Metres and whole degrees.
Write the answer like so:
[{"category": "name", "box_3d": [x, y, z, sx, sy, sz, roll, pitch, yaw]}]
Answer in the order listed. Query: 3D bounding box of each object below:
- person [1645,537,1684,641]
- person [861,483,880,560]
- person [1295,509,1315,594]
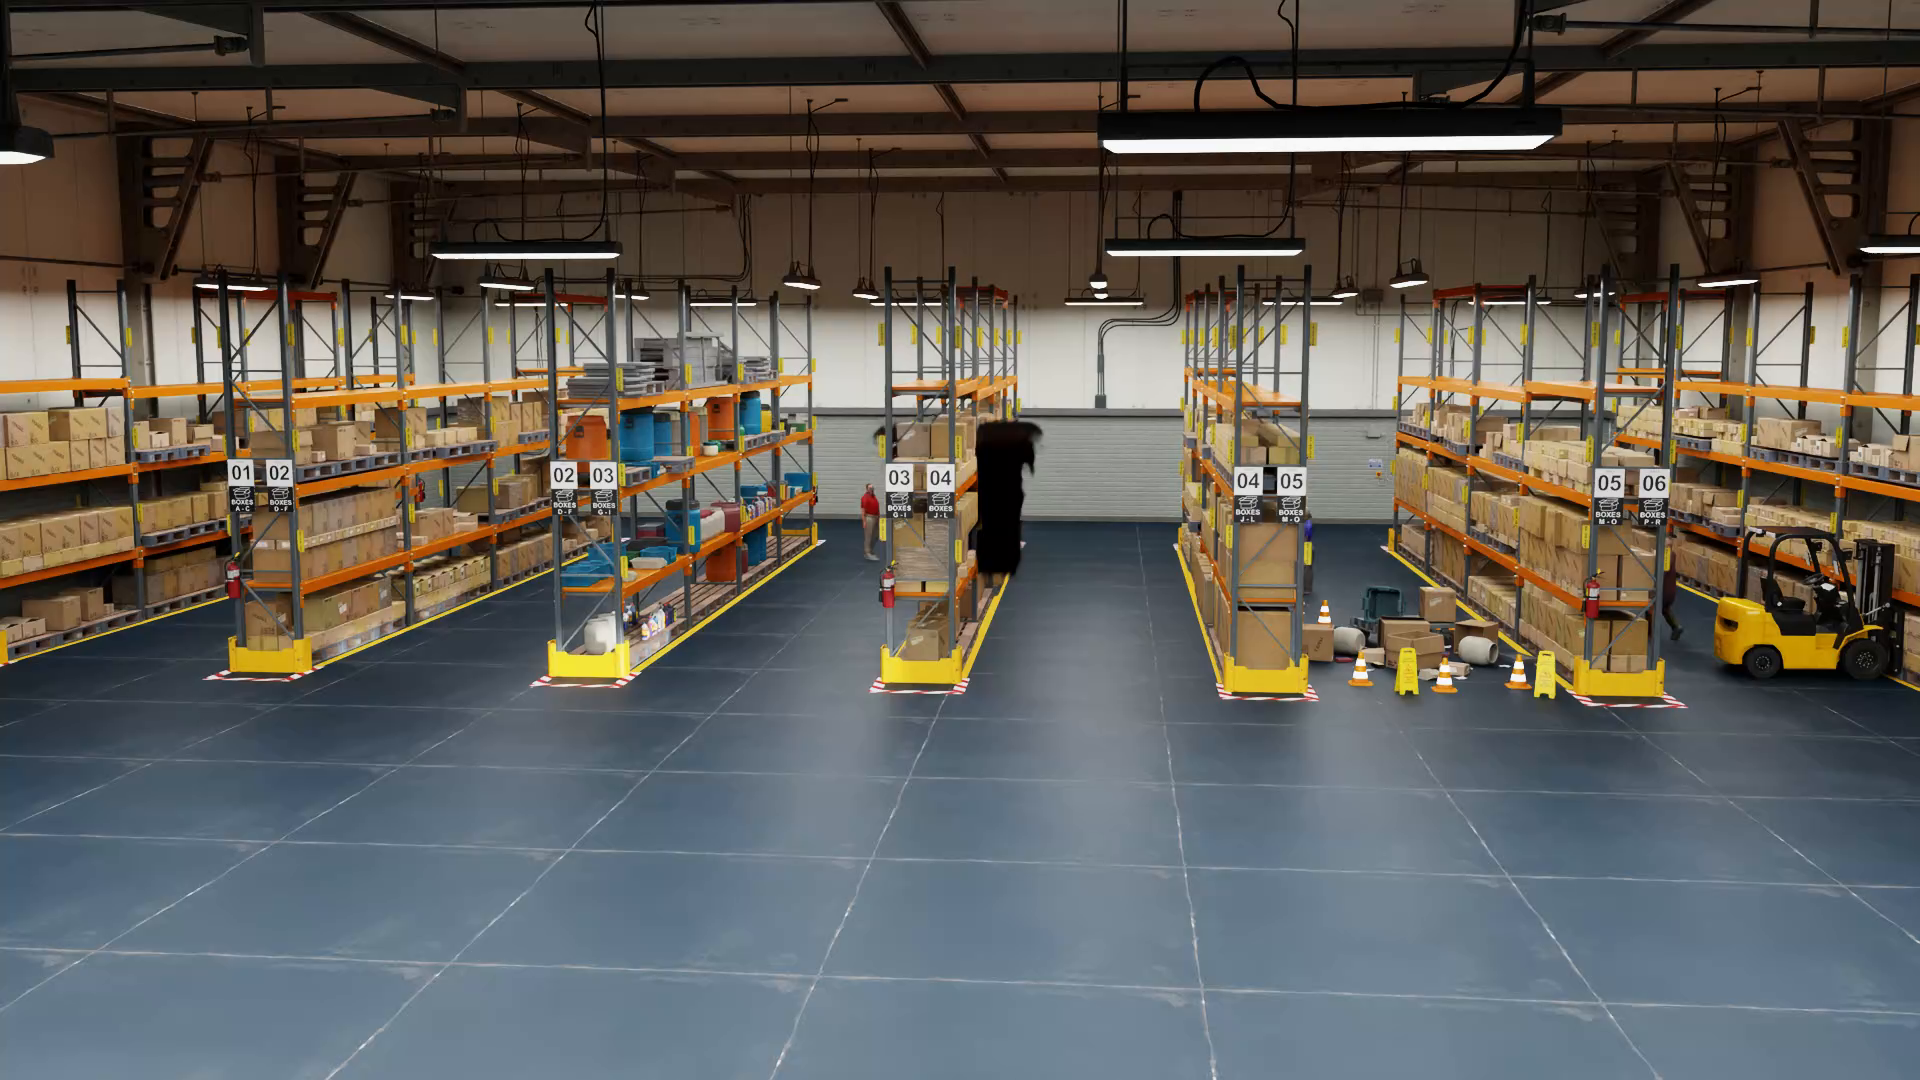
[{"category": "person", "box_3d": [11.603, 0.813, 27.497, 0.647, 1.751, 0.695, -4, 8, -33]}, {"category": "person", "box_3d": [-2.009, -0.421, 37.592, 0.427, 1.729, 0.593, 3, 8, 24]}, {"category": "person", "box_3d": [6.771, 0.226, 32.561, 0.357, 1.669, 0.454, 3, 7, 22]}]
